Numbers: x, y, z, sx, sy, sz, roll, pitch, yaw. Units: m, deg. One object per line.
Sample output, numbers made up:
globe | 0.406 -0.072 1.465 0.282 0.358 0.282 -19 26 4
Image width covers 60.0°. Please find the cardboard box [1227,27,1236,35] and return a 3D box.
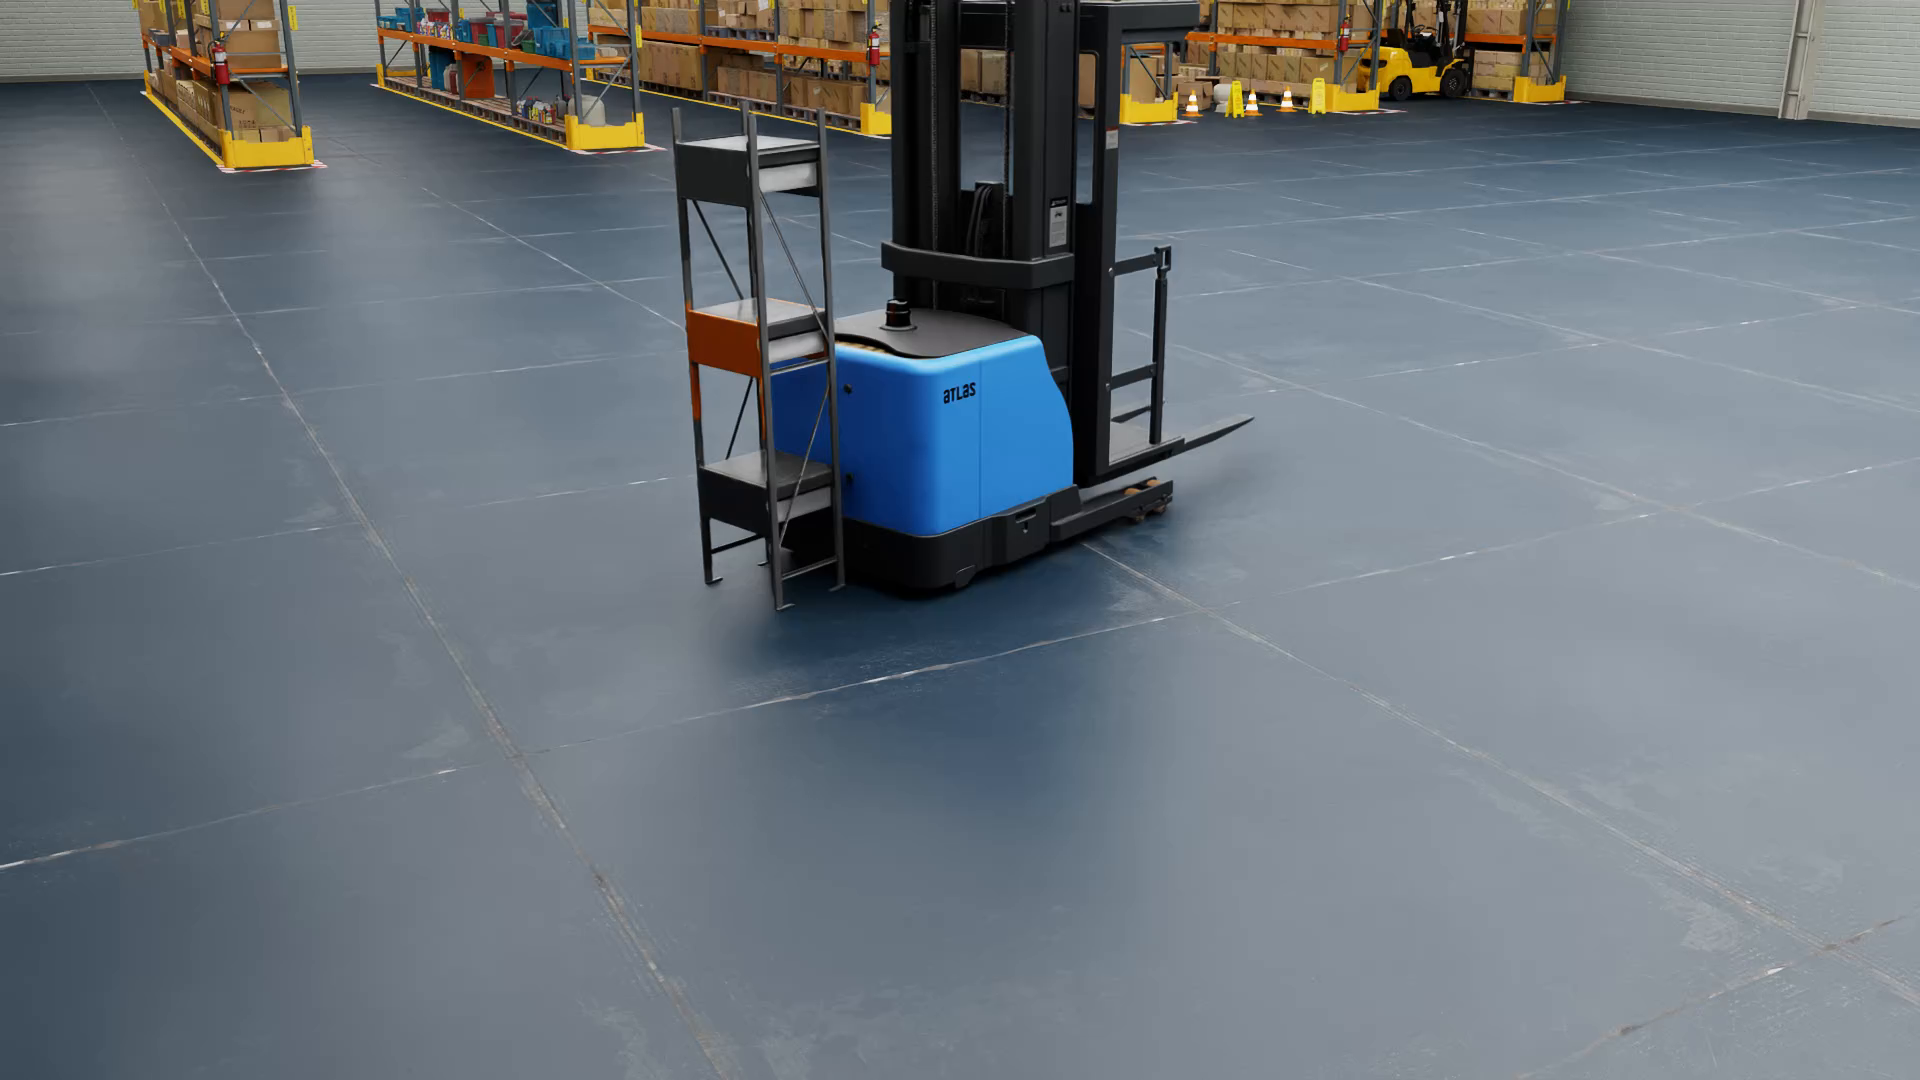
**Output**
cardboard box | 5.801 -10.625 34.710 0.380 0.149 0.250 -9 21 -25

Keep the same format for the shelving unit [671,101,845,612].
shelving unit | -0.854 -0.781 7.161 0.503 2.100 0.431 17 27 41

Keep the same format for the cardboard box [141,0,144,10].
cardboard box | -16.662 -11.238 34.414 0.500 0.500 0.500 -10 22 -27

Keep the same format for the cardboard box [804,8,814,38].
cardboard box | -2.261 -9.186 29.544 0.875 0.500 0.500 -10 21 -27

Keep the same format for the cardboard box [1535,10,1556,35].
cardboard box | 12.044 -10.803 34.686 0.500 0.500 0.500 -9 21 -25

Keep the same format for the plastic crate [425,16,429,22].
plastic crate | -11.674 -11.382 36.608 0.437 0.282 0.530 -10 21 -27

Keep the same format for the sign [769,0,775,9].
sign | -3.440 -9.874 30.372 0.100 0.325 0.005 -10 21 -27

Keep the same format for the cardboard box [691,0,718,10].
cardboard box | -5.185 -11.296 34.577 0.797 0.503 0.637 -9 21 -25

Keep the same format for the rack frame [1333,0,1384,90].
rack frame | 7.668 -9.800 31.934 1.000 3.000 0.127 -10 21 -27

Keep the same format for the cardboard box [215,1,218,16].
cardboard box | -10.264 -7.694 23.687 0.700 0.500 0.500 -11 22 -28

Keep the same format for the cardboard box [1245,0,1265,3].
cardboard box | 6.224 -11.151 33.706 0.700 0.500 0.500 -11 22 -28

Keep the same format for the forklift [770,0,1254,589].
forklift | 0.445 -1.576 8.205 1.130 2.935 3.031 16 24 38

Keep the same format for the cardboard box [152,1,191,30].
cardboard box | -15.061 -10.064 31.902 0.700 0.500 0.500 -6 20 -18

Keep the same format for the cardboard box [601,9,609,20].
cardboard box | -8.173 -12.455 39.403 0.500 0.250 0.500 -11 22 -28

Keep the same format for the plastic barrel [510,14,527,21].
plastic barrel | -7.922 -9.230 30.073 0.433 0.535 0.433 0 19 0

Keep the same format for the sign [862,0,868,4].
sign | -1.551 -8.882 27.013 0.100 0.325 0.005 -10 21 -27

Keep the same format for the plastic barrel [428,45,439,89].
plastic barrel | -10.867 -9.991 35.059 0.600 0.901 0.708 -10 21 -27

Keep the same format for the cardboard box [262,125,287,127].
cardboard box | -10.073 -5.962 24.382 0.500 0.250 0.500 -10 21 -27

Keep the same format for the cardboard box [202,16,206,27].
cardboard box | -11.100 -7.758 24.867 0.380 0.149 0.250 -11 22 -28

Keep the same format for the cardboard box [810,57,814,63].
cardboard box | -3.540 -12.032 41.671 0.380 0.149 0.250 -9 21 -24

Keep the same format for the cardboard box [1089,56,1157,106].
cardboard box | 2.979 -8.383 30.441 0.875 0.875 0.875 -10 21 -26

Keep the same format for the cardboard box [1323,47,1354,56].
cardboard box | 9.157 -11.382 39.514 0.875 0.625 0.625 -11 22 -29

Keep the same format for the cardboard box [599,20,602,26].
cardboard box | -8.403 -12.365 39.752 0.380 0.149 0.250 -10 22 -27

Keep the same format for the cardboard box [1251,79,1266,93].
cardboard box | 6.329 -9.333 34.151 0.500 0.250 0.500 -10 22 -27

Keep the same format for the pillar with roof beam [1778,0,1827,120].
pillar with roof beam | 11.558 -11.356 27.247 9.100 9.000 0.400 -10 21 -27

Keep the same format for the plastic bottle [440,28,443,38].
plastic bottle | -10.251 -10.049 32.958 0.097 0.201 0.097 0 19 0

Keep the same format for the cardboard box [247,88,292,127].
cardboard box | -10.071 -6.317 24.261 0.500 0.500 0.500 -10 21 -27

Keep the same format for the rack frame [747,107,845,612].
rack frame | -0.677 -0.727 7.002 0.015 2.100 0.400 17 27 41

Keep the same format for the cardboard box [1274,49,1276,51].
cardboard box | 7.846 -11.972 41.415 0.500 0.500 0.500 -9 21 -25

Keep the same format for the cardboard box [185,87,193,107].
cardboard box | -12.605 -7.408 27.713 0.500 0.311 0.500 -10 21 -27

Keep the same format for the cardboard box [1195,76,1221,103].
cardboard box | 5.080 -9.250 34.167 0.500 0.500 0.500 4 19 11

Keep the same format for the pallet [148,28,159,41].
pallet | -15.188 -9.840 32.343 1.003 0.211 1.213 -10 21 -27

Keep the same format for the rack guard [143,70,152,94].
rack guard | -17.335 -10.122 36.697 1.175 0.500 0.348 -10 21 -27

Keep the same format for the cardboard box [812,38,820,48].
cardboard box | -2.392 -8.758 29.299 0.380 0.149 0.250 -10 21 -27

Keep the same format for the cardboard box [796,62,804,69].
cardboard box | -3.926 -12.025 42.109 0.380 0.149 0.250 -10 21 -26

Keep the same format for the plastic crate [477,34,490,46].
plastic crate | -8.387 -9.002 29.947 0.450 0.188 0.662 -10 21 -27

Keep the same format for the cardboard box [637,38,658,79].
cardboard box | -6.995 -11.106 38.332 0.875 0.875 0.875 -10 21 -27

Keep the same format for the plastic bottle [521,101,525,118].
plastic bottle | -7.369 -7.319 28.244 0.152 0.276 0.135 -9 21 -25

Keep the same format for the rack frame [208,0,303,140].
rack frame | -9.773 -6.732 23.042 1.000 3.000 0.127 -10 21 -27

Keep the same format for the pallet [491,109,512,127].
pallet | -7.719 -7.548 29.681 1.003 0.211 1.213 -10 21 -27

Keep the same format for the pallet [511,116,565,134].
pallet | -7.030 -7.129 28.467 1.003 0.211 1.213 -10 21 -27

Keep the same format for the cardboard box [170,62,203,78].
cardboard box | -14.254 -8.657 30.629 0.500 0.250 0.500 -9 21 -25

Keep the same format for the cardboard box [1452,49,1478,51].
cardboard box | 10.811 -10.461 35.888 0.500 0.250 0.500 -10 22 -28

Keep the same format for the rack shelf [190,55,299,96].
rack shelf | -10.723 -6.966 24.823 1.077 0.370 4.000 -10 21 -27

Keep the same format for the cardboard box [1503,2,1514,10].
cardboard box | 11.476 -11.049 34.405 0.380 0.149 0.250 -10 21 -26

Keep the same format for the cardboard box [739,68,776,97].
cardboard box | -3.967 -9.080 33.004 0.700 0.500 0.500 -8 21 -22

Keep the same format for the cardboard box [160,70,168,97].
cardboard box | -15.457 -9.026 32.849 0.500 0.500 0.500 -11 22 -29

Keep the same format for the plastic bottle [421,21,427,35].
plastic bottle | -11.052 -10.587 34.405 0.152 0.276 0.135 -10 21 -27

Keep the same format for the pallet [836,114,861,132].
pallet | -1.444 -7.208 28.695 1.003 0.211 1.213 -10 21 -27

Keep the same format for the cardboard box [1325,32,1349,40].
cardboard box | 7.302 -9.756 32.190 0.380 0.149 0.250 -9 21 -25

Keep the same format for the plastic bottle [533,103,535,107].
plastic bottle | -7.101 -7.178 27.843 0.097 0.271 0.097 0 19 0
